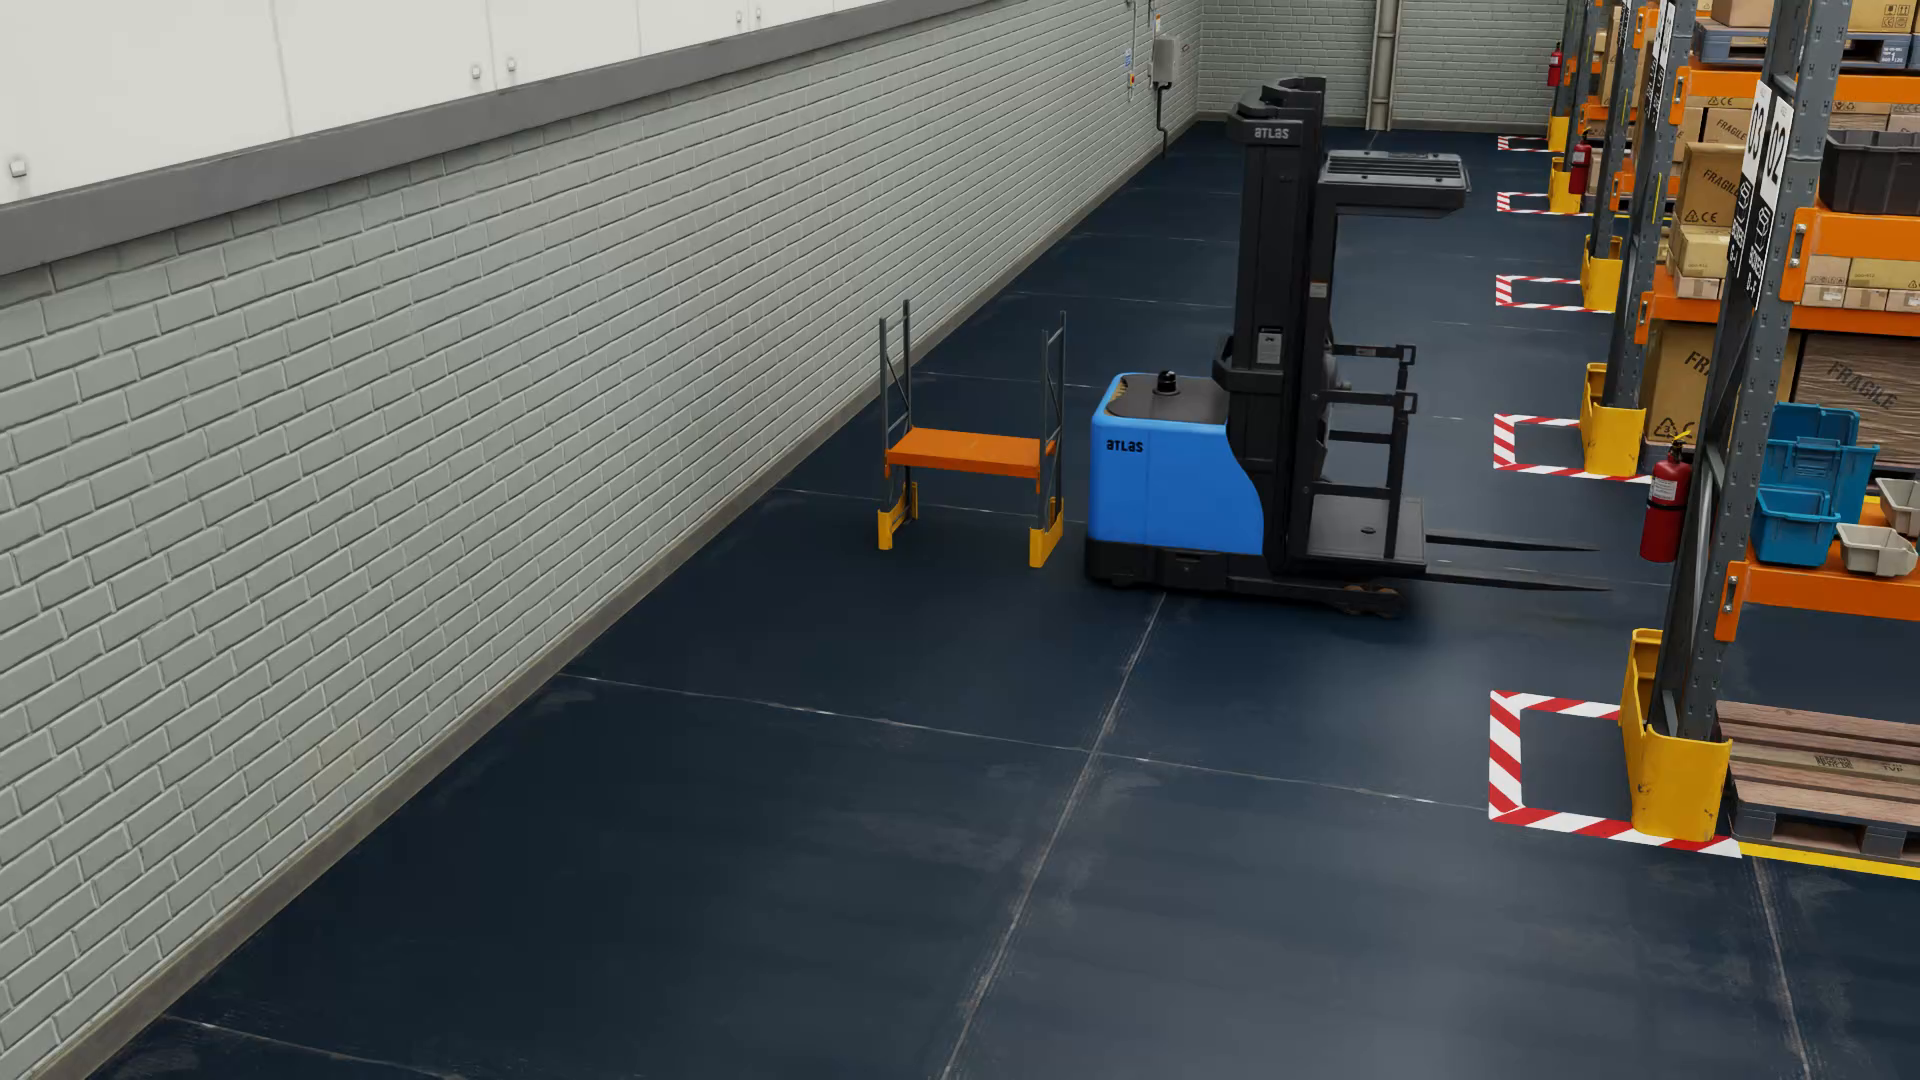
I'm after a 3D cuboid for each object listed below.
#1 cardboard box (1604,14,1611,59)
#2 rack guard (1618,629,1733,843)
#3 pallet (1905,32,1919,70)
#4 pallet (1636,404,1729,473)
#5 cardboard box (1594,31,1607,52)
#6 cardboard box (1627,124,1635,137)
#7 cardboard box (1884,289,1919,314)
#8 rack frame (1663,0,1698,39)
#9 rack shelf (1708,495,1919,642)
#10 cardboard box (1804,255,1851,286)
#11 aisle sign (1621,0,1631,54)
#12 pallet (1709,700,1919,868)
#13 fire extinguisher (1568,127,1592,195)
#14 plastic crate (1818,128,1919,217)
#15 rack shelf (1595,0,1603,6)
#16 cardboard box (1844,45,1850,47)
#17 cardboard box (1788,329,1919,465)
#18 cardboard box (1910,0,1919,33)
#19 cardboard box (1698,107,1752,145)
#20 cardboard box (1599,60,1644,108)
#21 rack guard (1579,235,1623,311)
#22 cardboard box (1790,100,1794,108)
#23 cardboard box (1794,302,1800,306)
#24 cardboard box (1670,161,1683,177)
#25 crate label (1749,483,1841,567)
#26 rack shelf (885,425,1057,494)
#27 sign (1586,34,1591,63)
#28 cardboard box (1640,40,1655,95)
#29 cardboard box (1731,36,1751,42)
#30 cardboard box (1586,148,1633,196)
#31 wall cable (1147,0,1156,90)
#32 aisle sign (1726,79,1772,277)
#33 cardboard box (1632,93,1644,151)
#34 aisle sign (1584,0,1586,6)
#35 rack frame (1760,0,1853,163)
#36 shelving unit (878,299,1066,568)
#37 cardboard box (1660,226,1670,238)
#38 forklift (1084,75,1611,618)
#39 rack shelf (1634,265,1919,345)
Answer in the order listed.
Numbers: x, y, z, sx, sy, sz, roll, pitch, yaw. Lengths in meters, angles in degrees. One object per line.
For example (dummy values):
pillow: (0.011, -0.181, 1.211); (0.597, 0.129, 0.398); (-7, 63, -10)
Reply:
cardboard box: (8.234, -6.199, 20.482); (0.500, 0.500, 0.500); (7, 23, 17)
rack guard: (3.383, 0.902, 7.913); (0.348, 0.500, 1.175); (7, 23, 16)
pallet: (6.726, -3.192, 10.765); (1.213, 0.211, 1.003); (7, 23, 15)
pallet: (5.629, -0.707, 12.215); (1.213, 0.211, 1.003); (7, 23, 16)
cardboard box: (9.490, -7.381, 24.618); (0.500, 0.250, 0.500); (7, 23, 16)
cardboard box: (10.087, -6.174, 25.072); (0.250, 0.149, 0.380); (6, 23, 13)
cardboard box: (6.317, -1.641, 11.150); (0.250, 0.149, 0.380); (6, 23, 15)
rack frame: (4.841, -4.832, 10.692); (0.127, 3.000, 1.000); (7, 23, 16)
rack shelf: (5.325, 0.295, 7.045); (4.000, 0.370, 1.077); (7, 23, 16)
cardboard box: (5.722, -1.919, 11.302); (0.500, 0.250, 0.500); (6, 23, 15)
aisle sign: (6.214, -4.949, 15.457); (0.004, 0.787, 0.394); (7, 23, 16)
pallet: (4.188, 1.138, 7.718); (1.213, 0.211, 1.003); (7, 23, 16)
fire extinguisher: (6.262, -3.834, 16.758); (0.183, 0.674, 0.296); (7, 23, 16)
plastic crate: (3.698, -1.441, 6.549); (0.590, 0.269, 0.497); (7, 23, 16)
rack shelf: (9.618, -6.493, 19.641); (4.000, 0.370, 1.077); (7, 23, 16)
cardboard box: (8.373, -4.368, 15.625); (0.500, 0.500, 0.500); (6, 23, 14)
cardboard box: (6.348, -1.127, 11.811); (0.875, 0.875, 0.875); (7, 23, 16)
cardboard box: (6.367, -3.549, 10.700); (0.500, 0.500, 0.700); (5, 23, 12)
cardboard box: (7.240, -3.832, 15.636); (0.500, 0.500, 0.500); (7, 23, 16)
cardboard box: (8.080, -5.546, 20.207); (0.500, 0.500, 0.500); (6, 23, 15)
rack guard: (6.443, -2.682, 16.651); (0.348, 0.500, 1.175); (7, 23, 16)
cardboard box: (7.700, -4.230, 15.288); (0.500, 0.500, 0.500); (6, 23, 14)
cardboard box: (5.576, -1.726, 11.356); (0.250, 0.149, 0.380); (6, 23, 14)
cardboard box: (6.841, -3.564, 15.836); (0.250, 0.149, 0.380); (7, 23, 17)
crate label: (3.551, -0.060, 7.106); (0.303, 0.233, 0.416); (7, 23, 16)
rack shelf: (0.082, -0.518, 10.531); (1.000, 0.185, 0.538); (7, 23, 16)
sign: (7.537, -5.893, 19.939); (0.005, 0.325, 0.100); (7, 23, 16)
cardboard box: (6.880, -4.534, 16.030); (0.500, 0.500, 0.500); (6, 23, 14)
cardboard box: (9.072, -5.902, 19.756); (0.500, 0.500, 0.500); (6, 23, 15)
cardboard box: (8.364, -4.630, 20.927); (0.875, 0.438, 0.875); (6, 23, 14)
wall cable: (2.697, -7.253, 23.161); (0.122, 1.984, 0.588); (7, 23, 16)
aisle sign: (3.426, -1.574, 7.229); (0.004, 0.787, 0.394); (7, 23, 16)
cardboard box: (6.875, -4.075, 16.229); (0.500, 0.500, 0.500); (7, 23, 17)
aisle sign: (7.724, -6.980, 20.409); (0.004, 0.787, 0.394); (7, 23, 16)
rack frame: (3.410, -3.032, 6.305); (0.127, 3.000, 1.000); (7, 23, 16)
shelving unit: (0.073, -0.686, 10.465); (1.083, 1.500, 0.587); (7, 23, 16)
cardboard box: (6.950, -3.032, 16.628); (0.250, 0.149, 0.380); (7, 23, 16)
forklift: (2.329, -1.127, 9.656); (3.031, 2.935, 1.130); (5, 23, 13)
rack shelf: (6.755, -1.504, 11.433); (4.000, 0.370, 1.077); (7, 23, 16)
